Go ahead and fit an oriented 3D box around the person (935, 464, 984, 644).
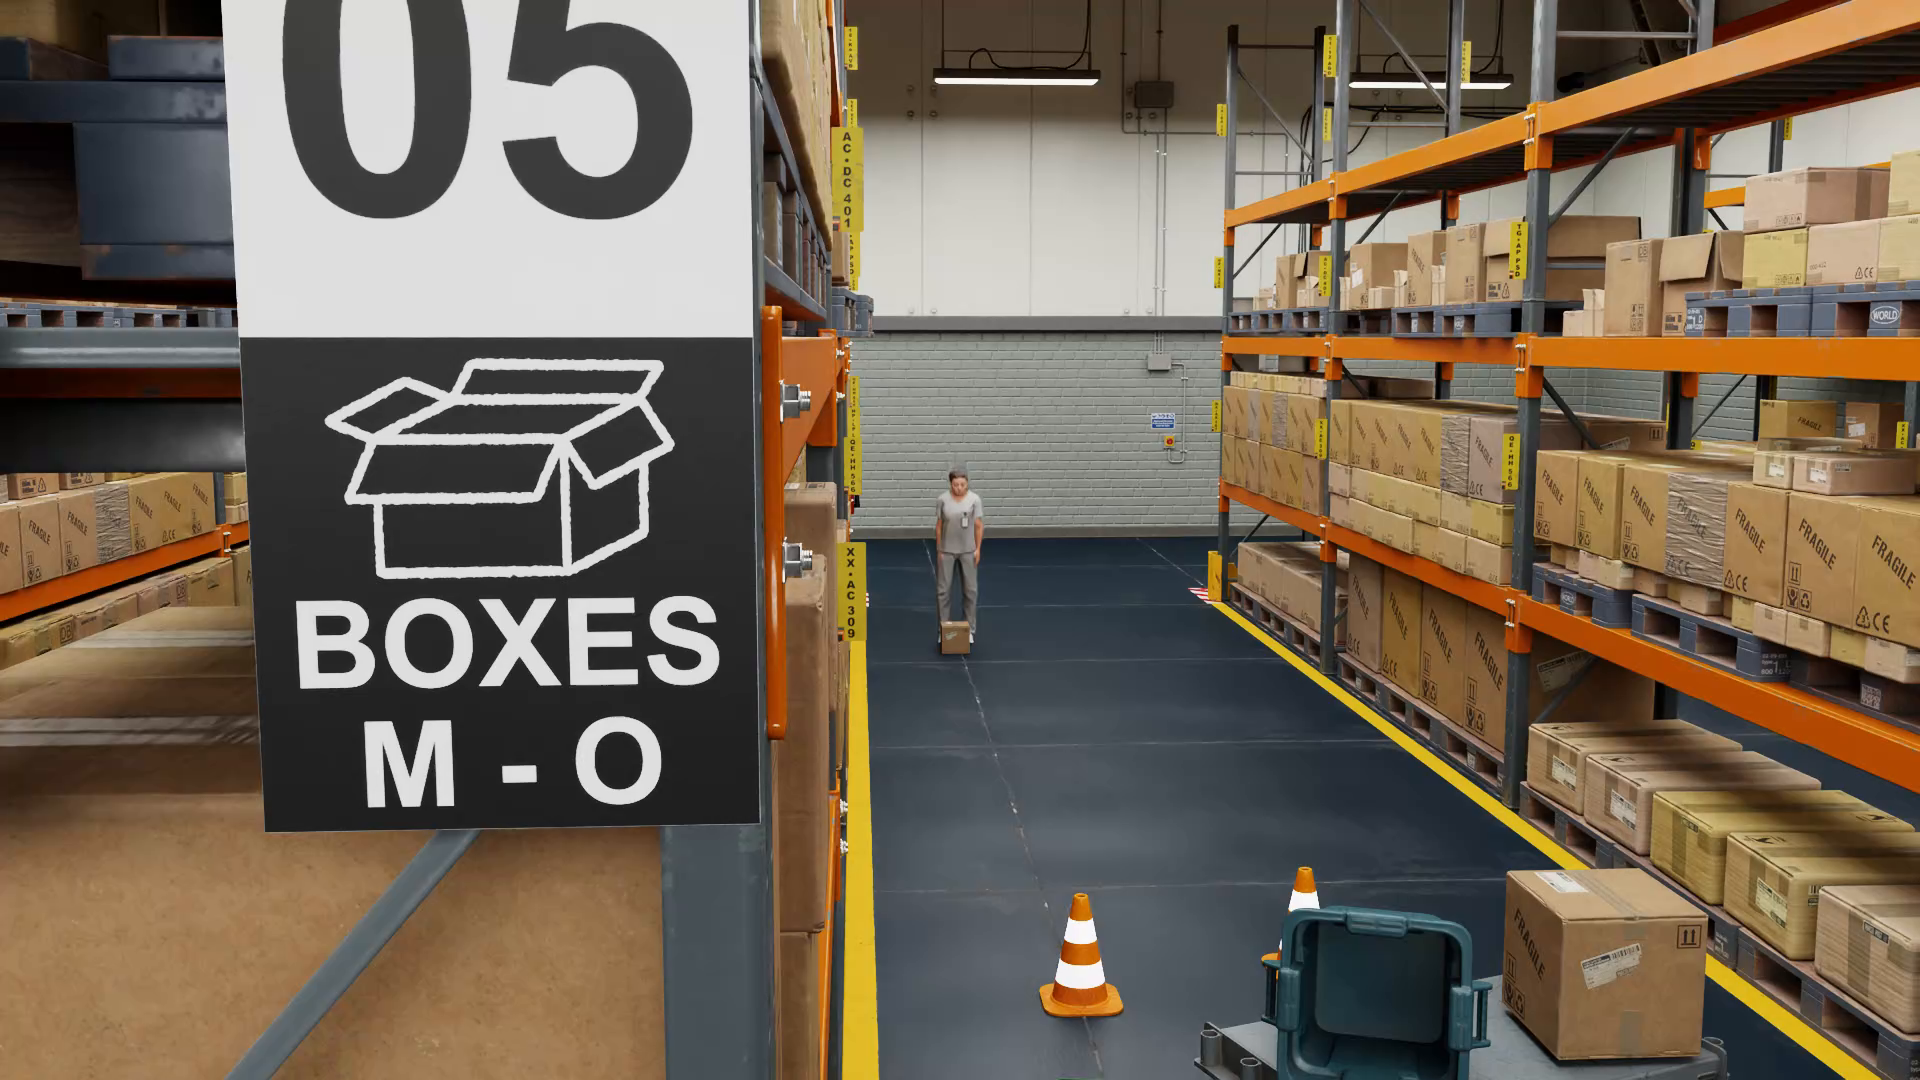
[{"bbox_3d":[-0.006,0.126,15.330,0.451,1.657,0.350,0,7,4],"label":"person"}]
